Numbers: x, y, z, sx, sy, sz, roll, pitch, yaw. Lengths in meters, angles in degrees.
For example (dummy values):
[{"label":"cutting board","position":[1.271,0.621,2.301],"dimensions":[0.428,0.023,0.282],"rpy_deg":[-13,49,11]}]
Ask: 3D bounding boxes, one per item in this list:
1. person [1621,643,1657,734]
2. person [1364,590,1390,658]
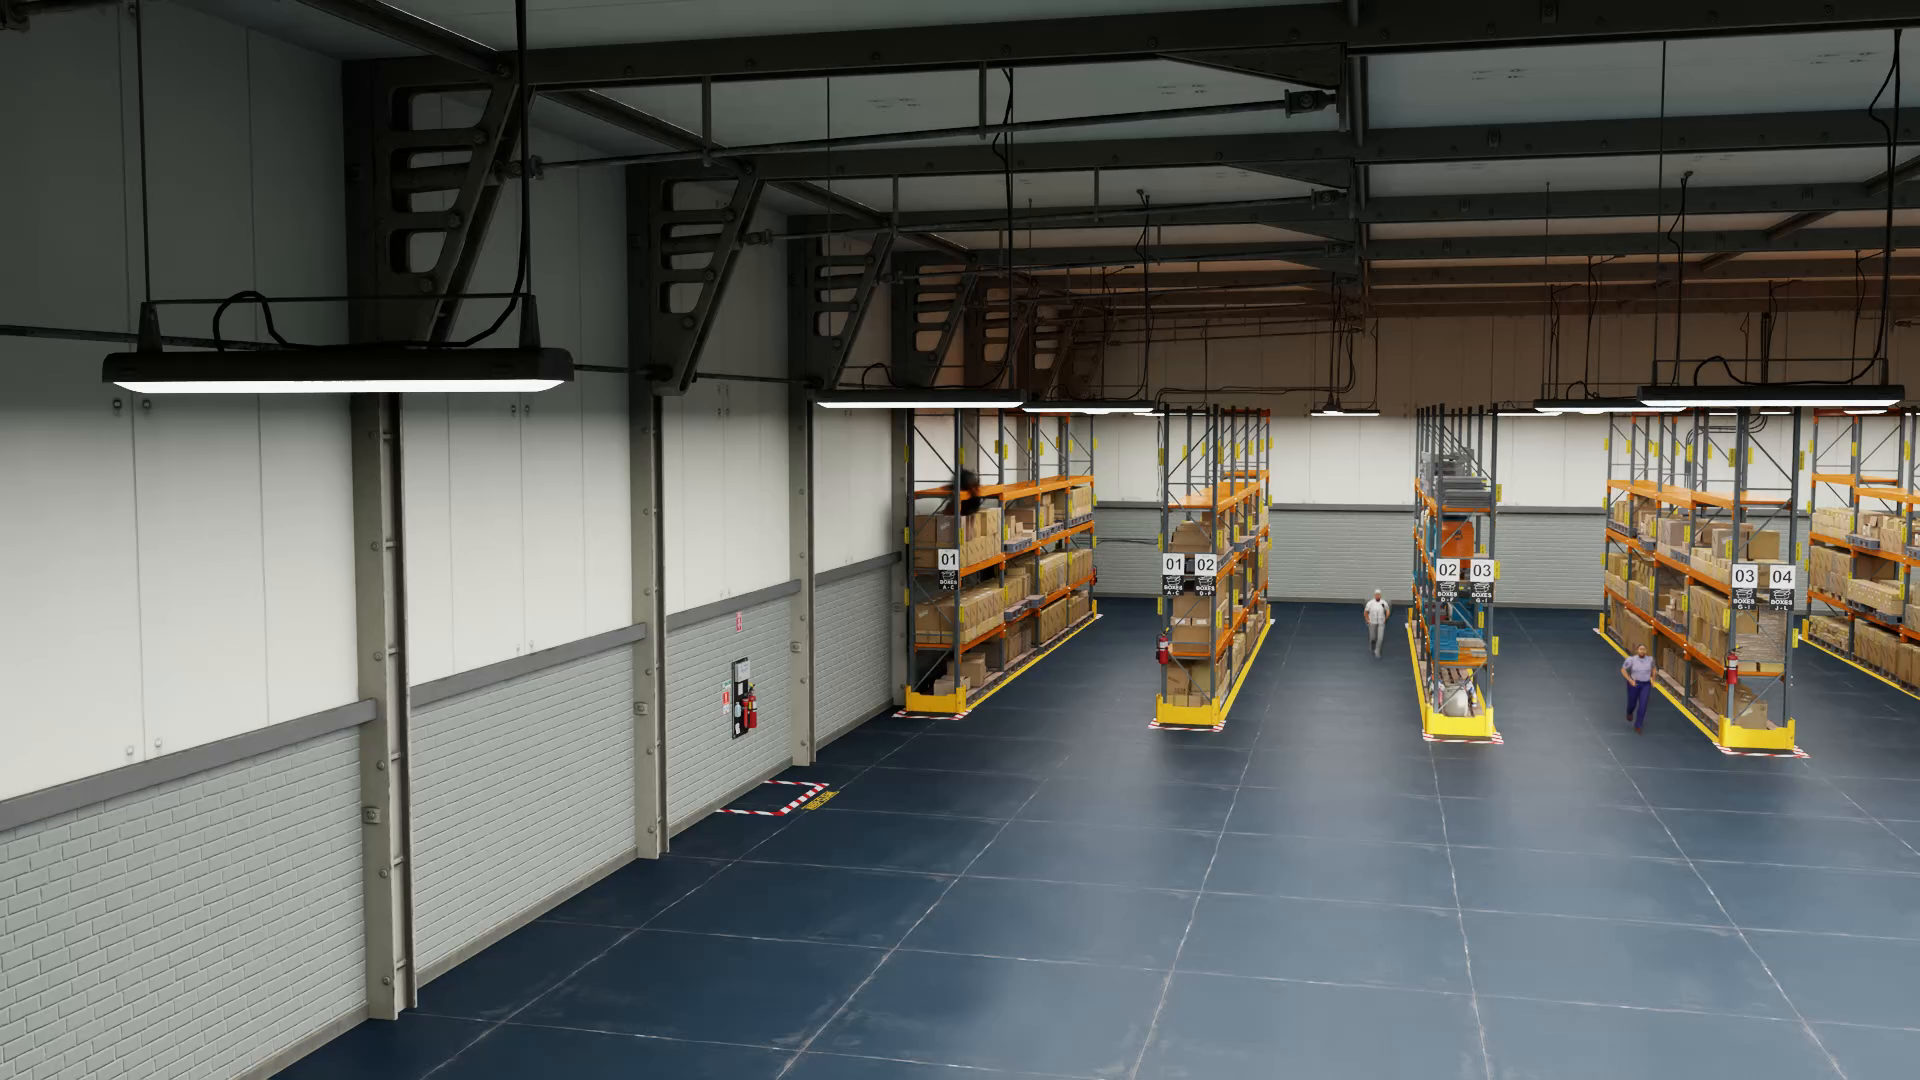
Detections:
[{"label":"person","position":[12.479,2.704,30.568],"dimensions":[0.631,1.639,0.834],"rpy_deg":[1,4,10]},{"label":"person","position":[10.057,2.009,40.079],"dimensions":[0.614,1.631,0.575],"rpy_deg":[1,4,11]}]
